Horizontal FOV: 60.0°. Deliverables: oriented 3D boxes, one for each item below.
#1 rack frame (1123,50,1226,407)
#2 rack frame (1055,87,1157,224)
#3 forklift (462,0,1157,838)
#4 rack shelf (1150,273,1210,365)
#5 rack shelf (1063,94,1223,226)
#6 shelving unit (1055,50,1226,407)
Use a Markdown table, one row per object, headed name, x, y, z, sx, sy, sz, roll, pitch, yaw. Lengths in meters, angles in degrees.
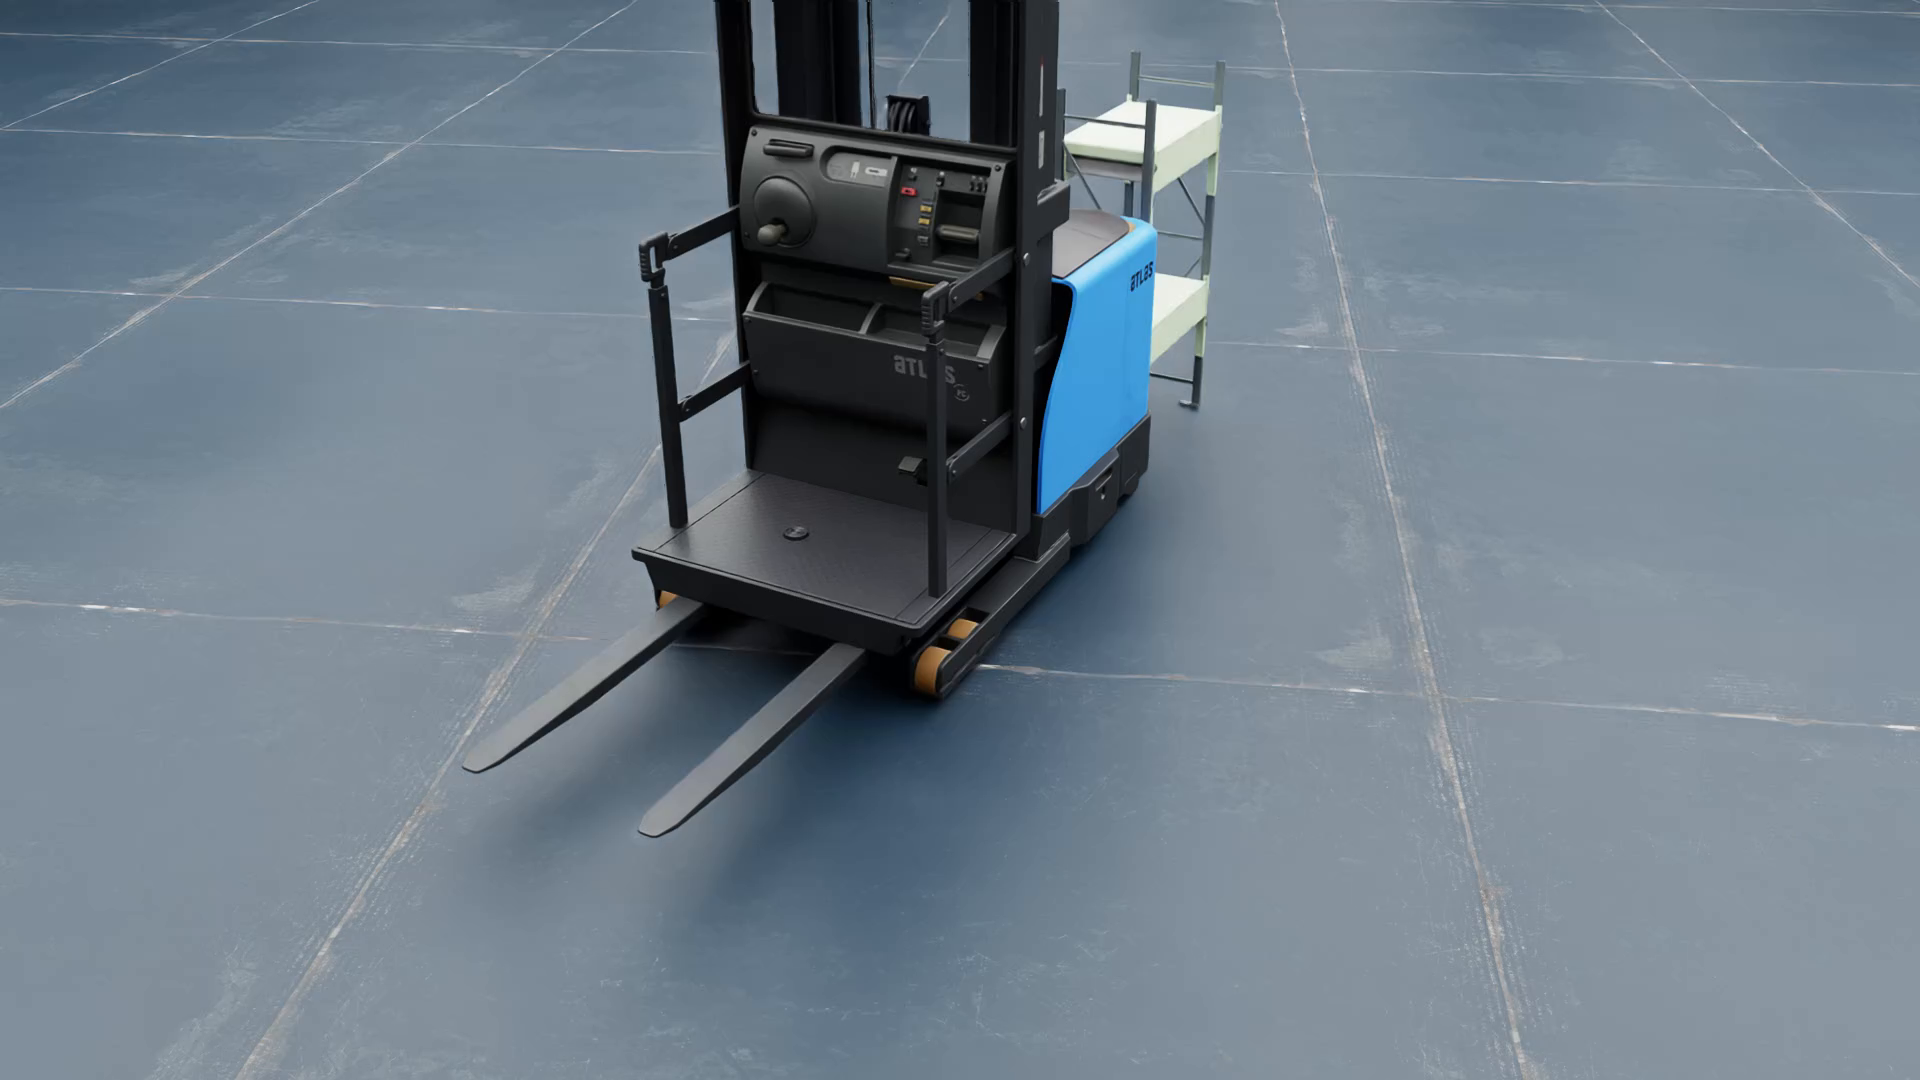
| name | x | y | z | sx | sy | sz | roll | pitch | yaw |
| --- | --- | --- | --- | --- | --- | --- | --- | --- | --- |
| rack frame | 0.880 | -1.297 | 7.076 | 0.400 | 1.500 | 0.023 | 14 | 31 | 24 |
| rack frame | 0.539 | -0.990 | 6.506 | 0.400 | 1.500 | 0.023 | 14 | 31 | 24 |
| forklift | -0.384 | -1.026 | 5.065 | 1.130 | 2.935 | 3.031 | 14 | 31 | 24 |
| rack shelf | 0.709 | -0.856 | 6.945 | 0.431 | 0.370 | 0.720 | 14 | 31 | 24 |
| rack shelf | 0.709 | -1.487 | 6.606 | 0.431 | 0.370 | 0.720 | 14 | 31 | 24 |
| shelving unit | 0.709 | -1.143 | 6.791 | 0.431 | 1.500 | 0.755 | 14 | 31 | 24 |
